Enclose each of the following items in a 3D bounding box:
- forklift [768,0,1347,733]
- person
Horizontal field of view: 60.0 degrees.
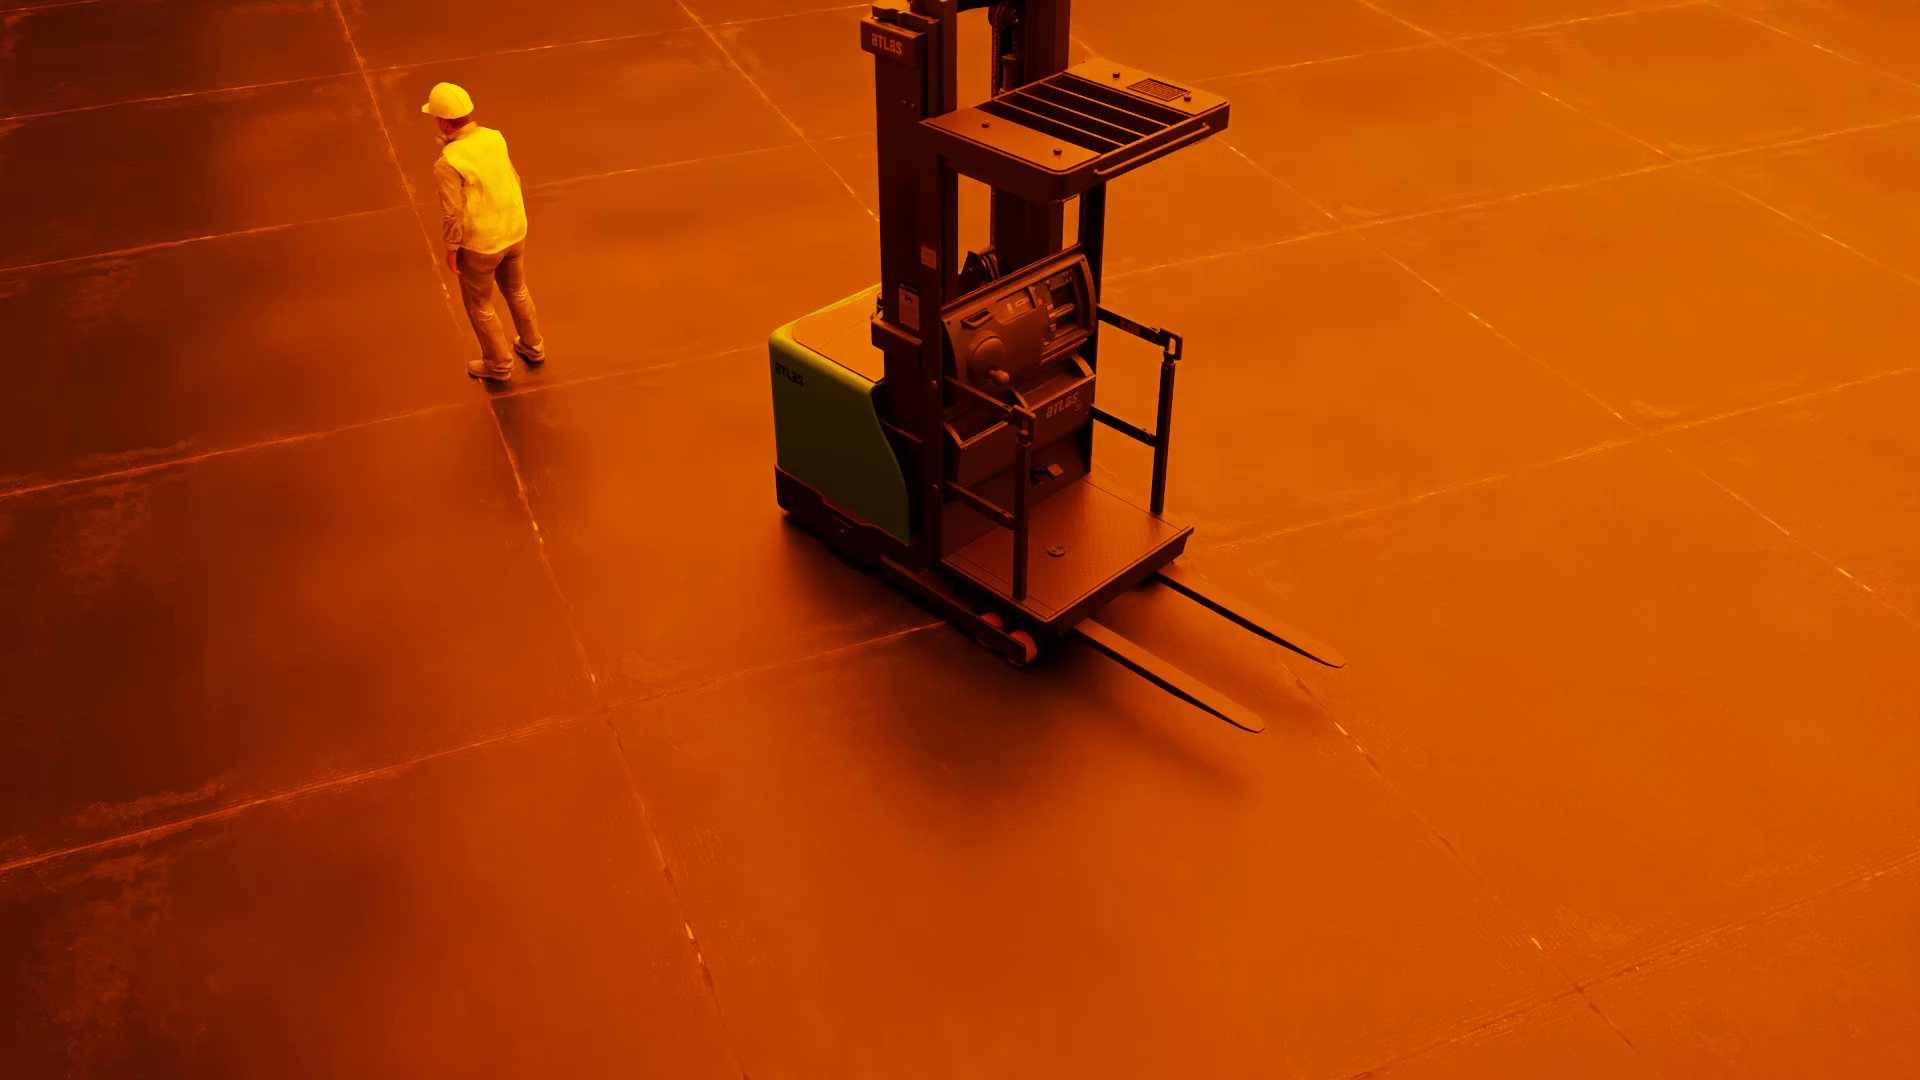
[{"bbox_3d":[0.432,-0.946,7.429,3.031,2.935,1.130,30,45,35],"label":"forklift"},{"bbox_3d":[-2.740,-1.762,9.579,0.465,1.770,0.592,20,40,25],"label":"person"}]
